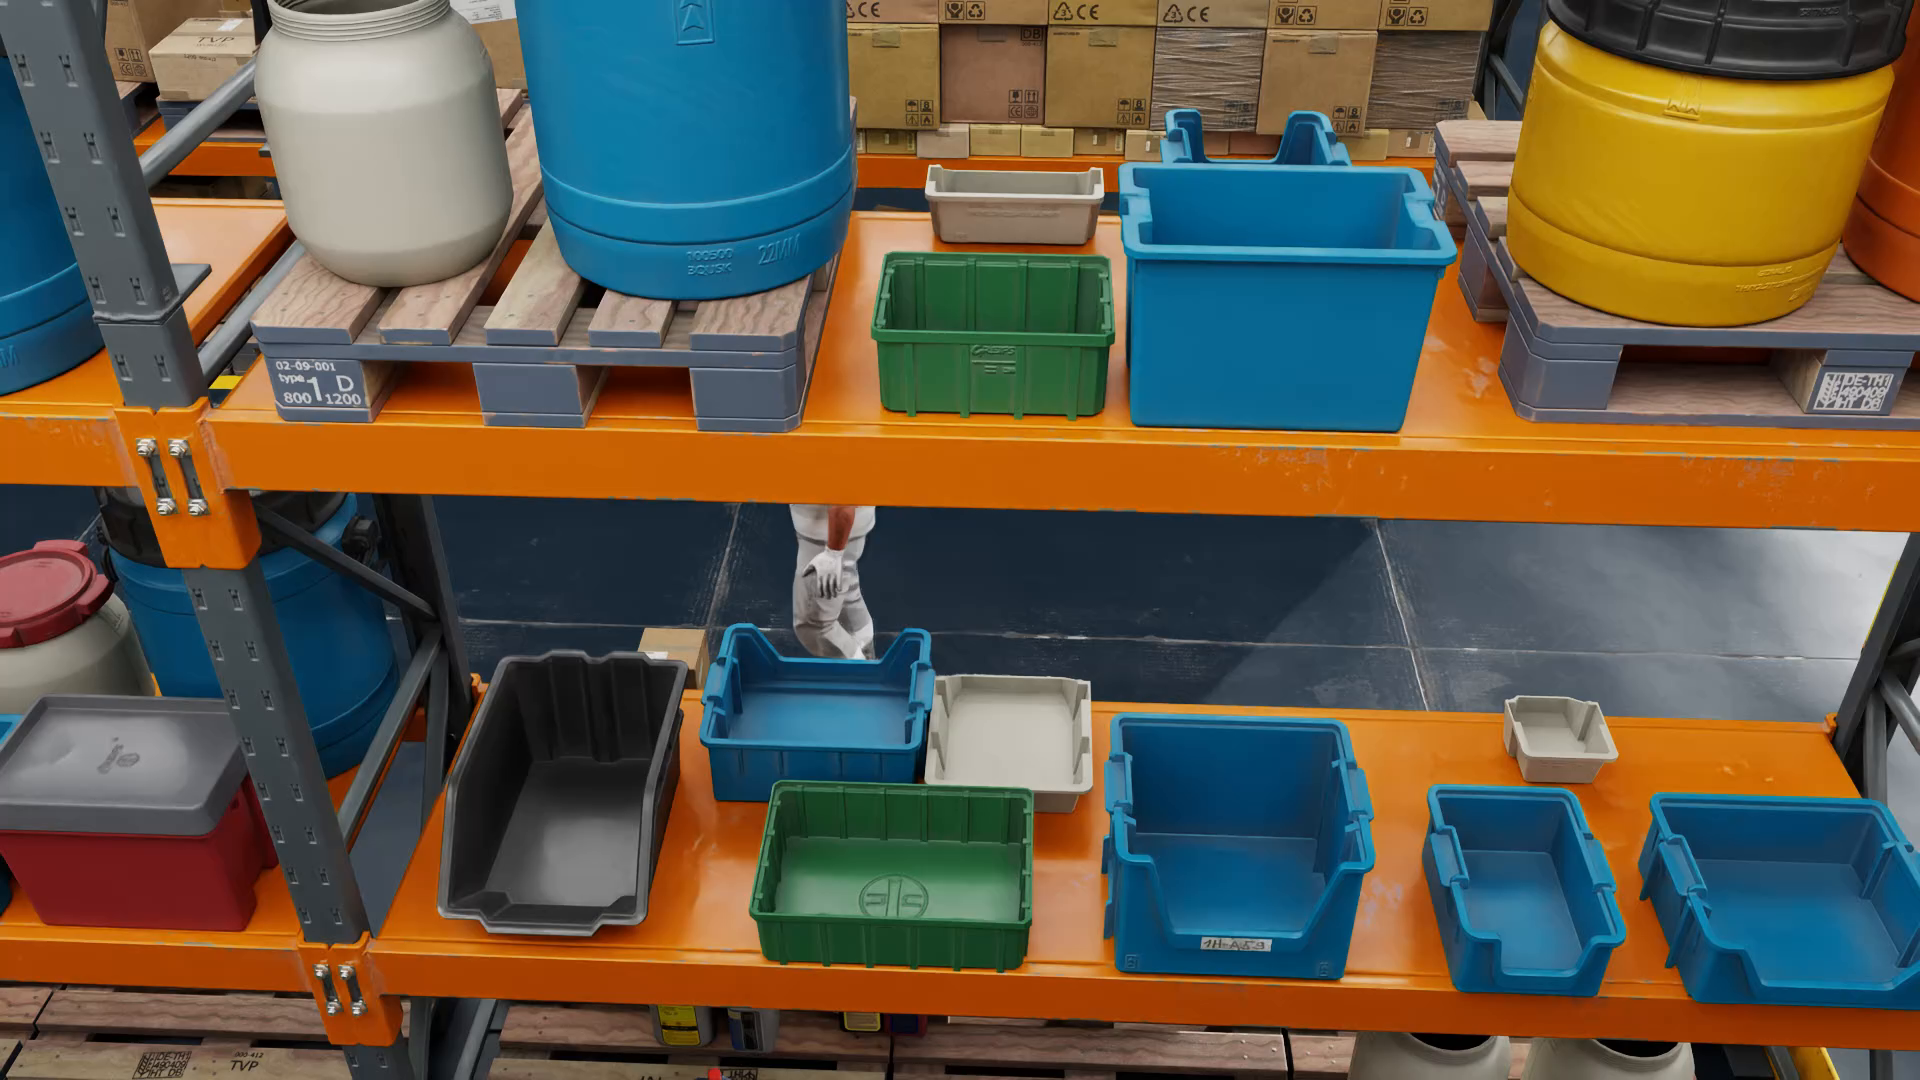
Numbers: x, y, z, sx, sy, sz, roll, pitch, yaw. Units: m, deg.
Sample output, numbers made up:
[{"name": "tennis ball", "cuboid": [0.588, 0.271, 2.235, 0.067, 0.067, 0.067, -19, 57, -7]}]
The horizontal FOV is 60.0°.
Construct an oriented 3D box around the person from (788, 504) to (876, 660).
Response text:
[{"name": "person", "cuboid": [-0.496, -0.051, 6.194, 0.373, 1.822, 0.609, -5, 36, -6]}]
